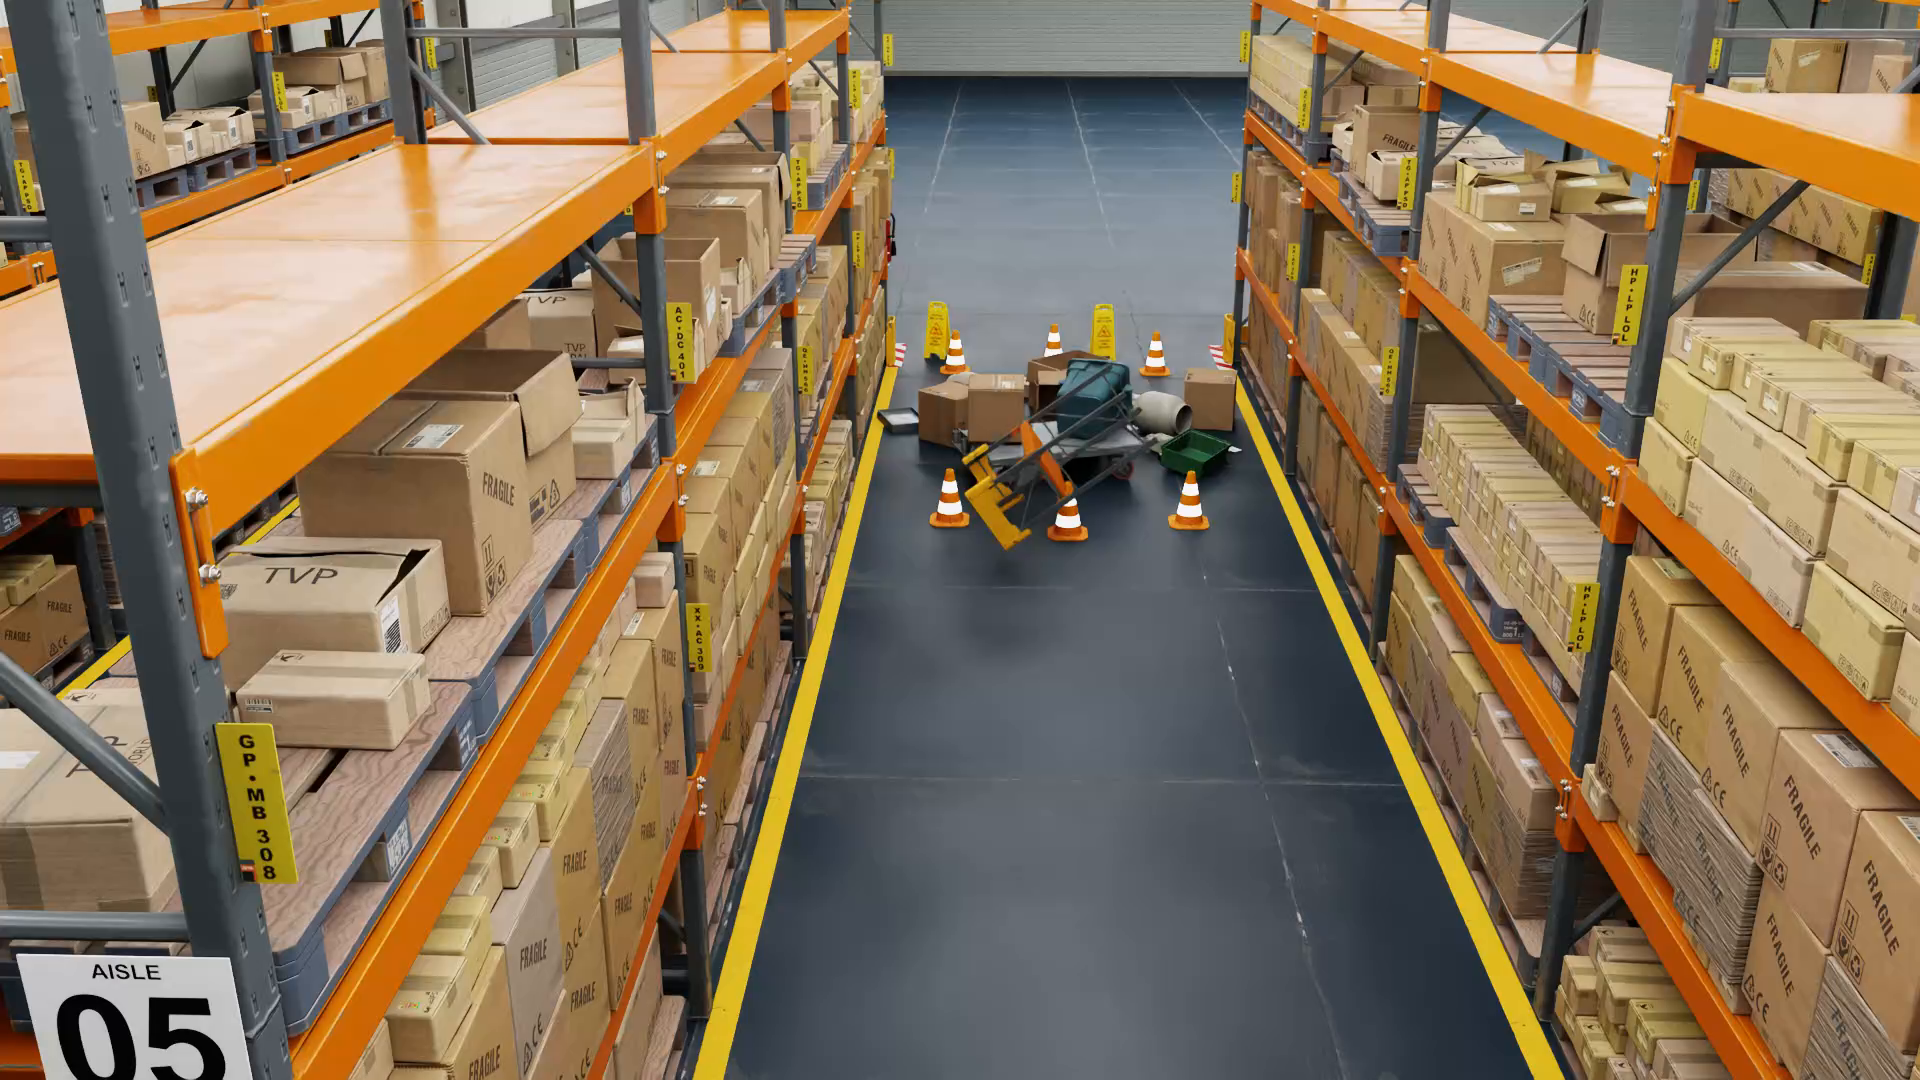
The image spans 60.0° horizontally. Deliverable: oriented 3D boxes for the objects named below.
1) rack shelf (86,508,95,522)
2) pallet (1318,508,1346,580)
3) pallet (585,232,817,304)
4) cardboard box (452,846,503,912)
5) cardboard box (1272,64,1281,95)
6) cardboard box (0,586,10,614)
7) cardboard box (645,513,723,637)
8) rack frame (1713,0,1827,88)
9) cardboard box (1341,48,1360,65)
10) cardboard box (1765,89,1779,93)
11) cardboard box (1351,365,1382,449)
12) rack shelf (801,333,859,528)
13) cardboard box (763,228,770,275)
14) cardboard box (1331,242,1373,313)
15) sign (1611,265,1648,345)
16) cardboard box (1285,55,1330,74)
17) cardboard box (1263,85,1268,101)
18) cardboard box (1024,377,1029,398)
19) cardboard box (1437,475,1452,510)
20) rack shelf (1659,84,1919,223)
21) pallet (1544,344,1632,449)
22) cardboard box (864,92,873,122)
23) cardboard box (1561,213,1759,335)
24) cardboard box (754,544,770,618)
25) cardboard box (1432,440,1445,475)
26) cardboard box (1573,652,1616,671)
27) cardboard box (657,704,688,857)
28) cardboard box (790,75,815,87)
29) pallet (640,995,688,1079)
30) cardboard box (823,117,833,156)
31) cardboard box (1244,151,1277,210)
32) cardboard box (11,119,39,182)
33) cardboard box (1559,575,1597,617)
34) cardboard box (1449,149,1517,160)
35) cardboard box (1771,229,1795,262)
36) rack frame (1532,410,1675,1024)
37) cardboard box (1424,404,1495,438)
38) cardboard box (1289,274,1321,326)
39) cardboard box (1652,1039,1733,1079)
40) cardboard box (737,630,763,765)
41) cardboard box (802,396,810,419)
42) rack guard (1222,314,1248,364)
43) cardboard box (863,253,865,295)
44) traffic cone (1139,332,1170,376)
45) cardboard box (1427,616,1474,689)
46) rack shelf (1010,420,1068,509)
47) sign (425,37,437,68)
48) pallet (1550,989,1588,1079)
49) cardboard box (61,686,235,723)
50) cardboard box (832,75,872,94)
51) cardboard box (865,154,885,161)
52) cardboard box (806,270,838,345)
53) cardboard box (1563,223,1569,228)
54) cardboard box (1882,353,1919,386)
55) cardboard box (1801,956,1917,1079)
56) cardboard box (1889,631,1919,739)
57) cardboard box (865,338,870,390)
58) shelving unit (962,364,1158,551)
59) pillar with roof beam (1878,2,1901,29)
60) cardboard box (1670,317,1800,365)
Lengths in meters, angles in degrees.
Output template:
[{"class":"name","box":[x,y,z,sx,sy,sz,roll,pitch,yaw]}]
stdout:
[{"class":"rack shelf","box":[-6.473,-1.024,13.308,1.077,0.370,4.000,1,21,2]},{"class":"pallet","box":[3.518,0.011,13.502,1.003,0.211,1.213,1,21,2]},{"class":"pallet","box":[-1.539,-1.660,10.067,1.213,0.211,1.003,2,21,4]},{"class":"cardboard box","box":[-1.524,0.990,4.706,0.380,0.149,0.250,1,21,2]},{"class":"cardboard box","box":[3.306,-4.448,16.069,0.500,0.250,0.500,1,21,1]},{"class":"cardboard box","box":[-6.325,0.407,10.606,0.380,0.149,0.250,0,21,0]},{"class":"cardboard box","box":[-1.393,0.195,7.652,0.500,0.500,0.500,1,21,2]},{"class":"rack frame","box":[8.577,-6.163,17.265,1.000,3.000,0.127,1,21,2]},{"class":"cardboard box","box":[3.904,-4.676,16.105,0.380,0.149,0.250,1,21,2]},{"class":"cardboard box","box":[8.257,-4.413,16.557,0.380,0.149,0.250,1,21,1]},{"class":"cardboard box","box":[3.140,-0.957,12.005,0.500,0.500,0.500,1,21,2]},{"class":"rack shelf","box":[-1.511,-0.970,13.171,1.077,0.370,4.000,1,21,2]},{"class":"cardboard box","box":[-1.264,-1.612,9.289,0.396,0.266,0.258,0,21,0]},{"class":"cardboard box","box":[3.477,-2.158,13.717,0.700,0.500,0.500,0,21,1]},{"class":"sign","box":[2.702,-0.946,6.708,0.100,0.325,0.005,1,21,2]},{"class":"cardboard box","box":[3.223,-4.408,15.417,0.380,0.149,0.250,1,21,2]},{"class":"cardboard box","box":[3.261,-4.495,16.743,0.380,0.149,0.250,1,21,2]},{"class":"cardboard box","box":[0.650,-1.650,17.869,0.380,0.149,0.250,13,25,29]},{"class":"cardboard box","box":[3.147,-0.289,10.188,0.380,0.149,0.250,2,21,4]},{"class":"rack shelf","box":[3.196,-0.855,4.585,1.077,0.370,4.000,1,21,2]},{"class":"pallet","box":[3.382,-0.651,7.467,1.213,0.211,1.003,1,21,2]},{"class":"cardboard box","box":[-1.116,-4.202,16.155,0.500,0.250,0.500,1,21,2]},{"class":"cardboard box","box":[3.435,-1.318,8.202,0.797,0.503,0.637,0,21,1]},{"class":"cardboard box","box":[-1.346,0.225,9.304,0.500,0.250,0.500,0,21,1]},{"class":"cardboard box","box":[3.157,-0.511,10.349,0.380,0.149,0.250,2,21,4]},{"class":"cardboard box","box":[3.072,0.518,7.695,0.380,0.149,0.250,1,21,3]},{"class":"cardboard box","box":[-1.453,0.988,6.992,0.500,0.500,0.500,1,21,2]},{"class":"cardboard box","box":[-1.621,-4.452,16.248,0.380,0.149,0.250,1,21,3]},{"class":"pallet","box":[-1.795,2.438,7.248,1.003,0.211,1.213,1,21,2]},{"class":"cardboard box","box":[-1.324,-3.340,13.764,0.500,0.250,0.500,0,21,1]},{"class":"cardboard box","box":[3.572,-3.897,18.018,0.875,0.550,0.550,1,21,2]},{"class":"cardboard box","box":[-6.268,-2.582,11.328,0.500,0.500,0.500,1,21,2]},{"class":"cardboard box","box":[3.081,0.281,7.895,0.380,0.149,0.250,0,21,0]},{"class":"cardboard box","box":[3.636,-2.576,11.656,0.500,0.250,0.500,1,21,3]},{"class":"cardboard box","box":[8.552,-2.810,16.367,0.875,0.500,0.500,1,21,2]},{"class":"rack frame","box":[3.257,0.882,7.403,1.000,3.000,0.127,1,21,2]},{"class":"cardboard box","box":[3.171,-0.754,10.563,0.380,0.149,0.250,1,21,2]},{"class":"cardboard box","box":[3.499,-2.214,15.175,0.875,0.550,0.550,1,21,2]},{"class":"cardboard box","box":[3.028,2.145,6.685,0.380,0.149,0.250,0,21,0]},{"class":"cardboard box","box":[-1.708,0.784,10.013,0.875,0.875,0.875,1,21,2]},{"class":"cardboard box","box":[-1.280,-0.977,11.960,0.380,0.149,0.250,-1,21,-2]},{"class":"rack guard","box":[3.623,-2.300,19.060,1.175,0.500,0.348,1,21,2]},{"class":"cardboard box","box":[-1.167,-2.552,15.703,0.500,0.500,0.500,1,21,1]},{"class":"traffic cone","box":[2.186,-2.098,18.590,0.336,0.463,0.334,1,21,2]},{"class":"cardboard box","box":[3.072,0.664,9.802,0.500,0.250,0.500,1,21,2]},{"class":"rack shelf","box":[0.660,-0.620,13.758,0.185,0.538,1.000,-34,16,10]},{"class":"sign","box":[-5.748,-5.292,18.052,0.100,0.325,0.005,1,21,2]},{"class":"pallet","box":[3.272,2.425,7.281,1.003,0.211,1.213,1,21,2]},{"class":"cardboard box","box":[-1.959,0.470,3.946,0.380,0.149,0.250,-1,21,-3]},{"class":"cardboard box","box":[-1.057,-4.448,16.237,0.380,0.149,0.250,1,21,3]},{"class":"cardboard box","box":[-1.149,-3.756,17.425,0.700,0.500,0.500,1,21,2]},{"class":"cardboard box","box":[-1.271,-1.874,13.377,0.500,0.500,0.500,1,21,3]},{"class":"cardboard box","box":[3.594,-1.439,9.099,0.500,0.500,0.500,1,21,2]},{"class":"cardboard box","box":[3.557,-0.565,5.951,0.380,0.149,0.250,1,21,2]},{"class":"cardboard box","box":[2.918,1.608,4.983,0.500,0.500,0.500,1,21,2]},{"class":"cardboard box","box":[2.921,0.468,4.529,0.500,0.250,0.500,2,21,4]},{"class":"cardboard box","box":[-1.158,-1.696,16.231,0.500,0.500,0.500,1,21,4]},{"class":"shelving unit","box":[0.807,-0.717,13.720,1.500,0.587,1.083,-34,16,10]},{"class":"pillar with roof beam","box":[20.882,-16.631,44.245,9.100,9.000,0.400,1,21,2]},{"class":"cardboard box","box":[3.006,-0.763,6.461,0.380,0.149,0.250,0,21,1]}]
